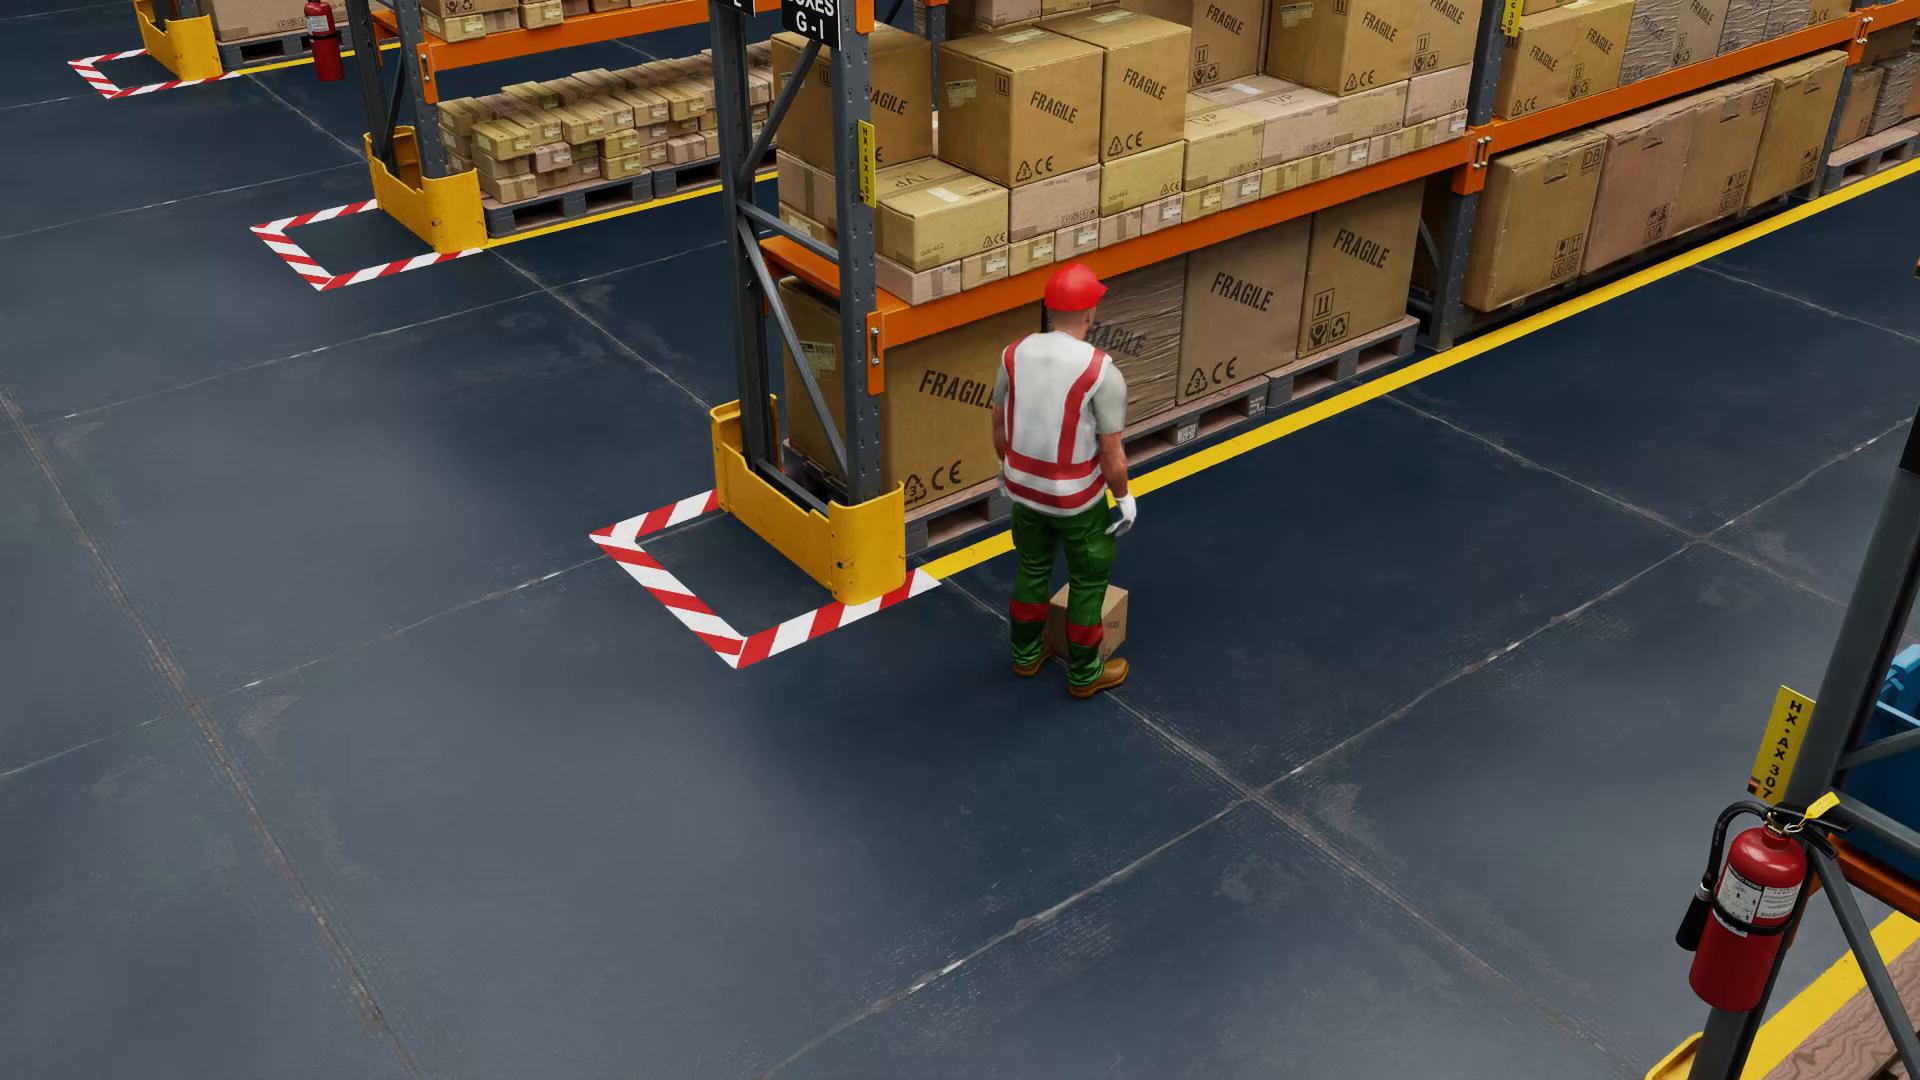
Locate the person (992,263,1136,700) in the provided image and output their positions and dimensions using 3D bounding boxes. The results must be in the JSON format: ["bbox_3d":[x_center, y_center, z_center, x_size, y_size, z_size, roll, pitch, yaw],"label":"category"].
[{"bbox_3d":[0.402,-0.207,6.455,0.610,1.778,0.449,20,37,29],"label":"person"}]
